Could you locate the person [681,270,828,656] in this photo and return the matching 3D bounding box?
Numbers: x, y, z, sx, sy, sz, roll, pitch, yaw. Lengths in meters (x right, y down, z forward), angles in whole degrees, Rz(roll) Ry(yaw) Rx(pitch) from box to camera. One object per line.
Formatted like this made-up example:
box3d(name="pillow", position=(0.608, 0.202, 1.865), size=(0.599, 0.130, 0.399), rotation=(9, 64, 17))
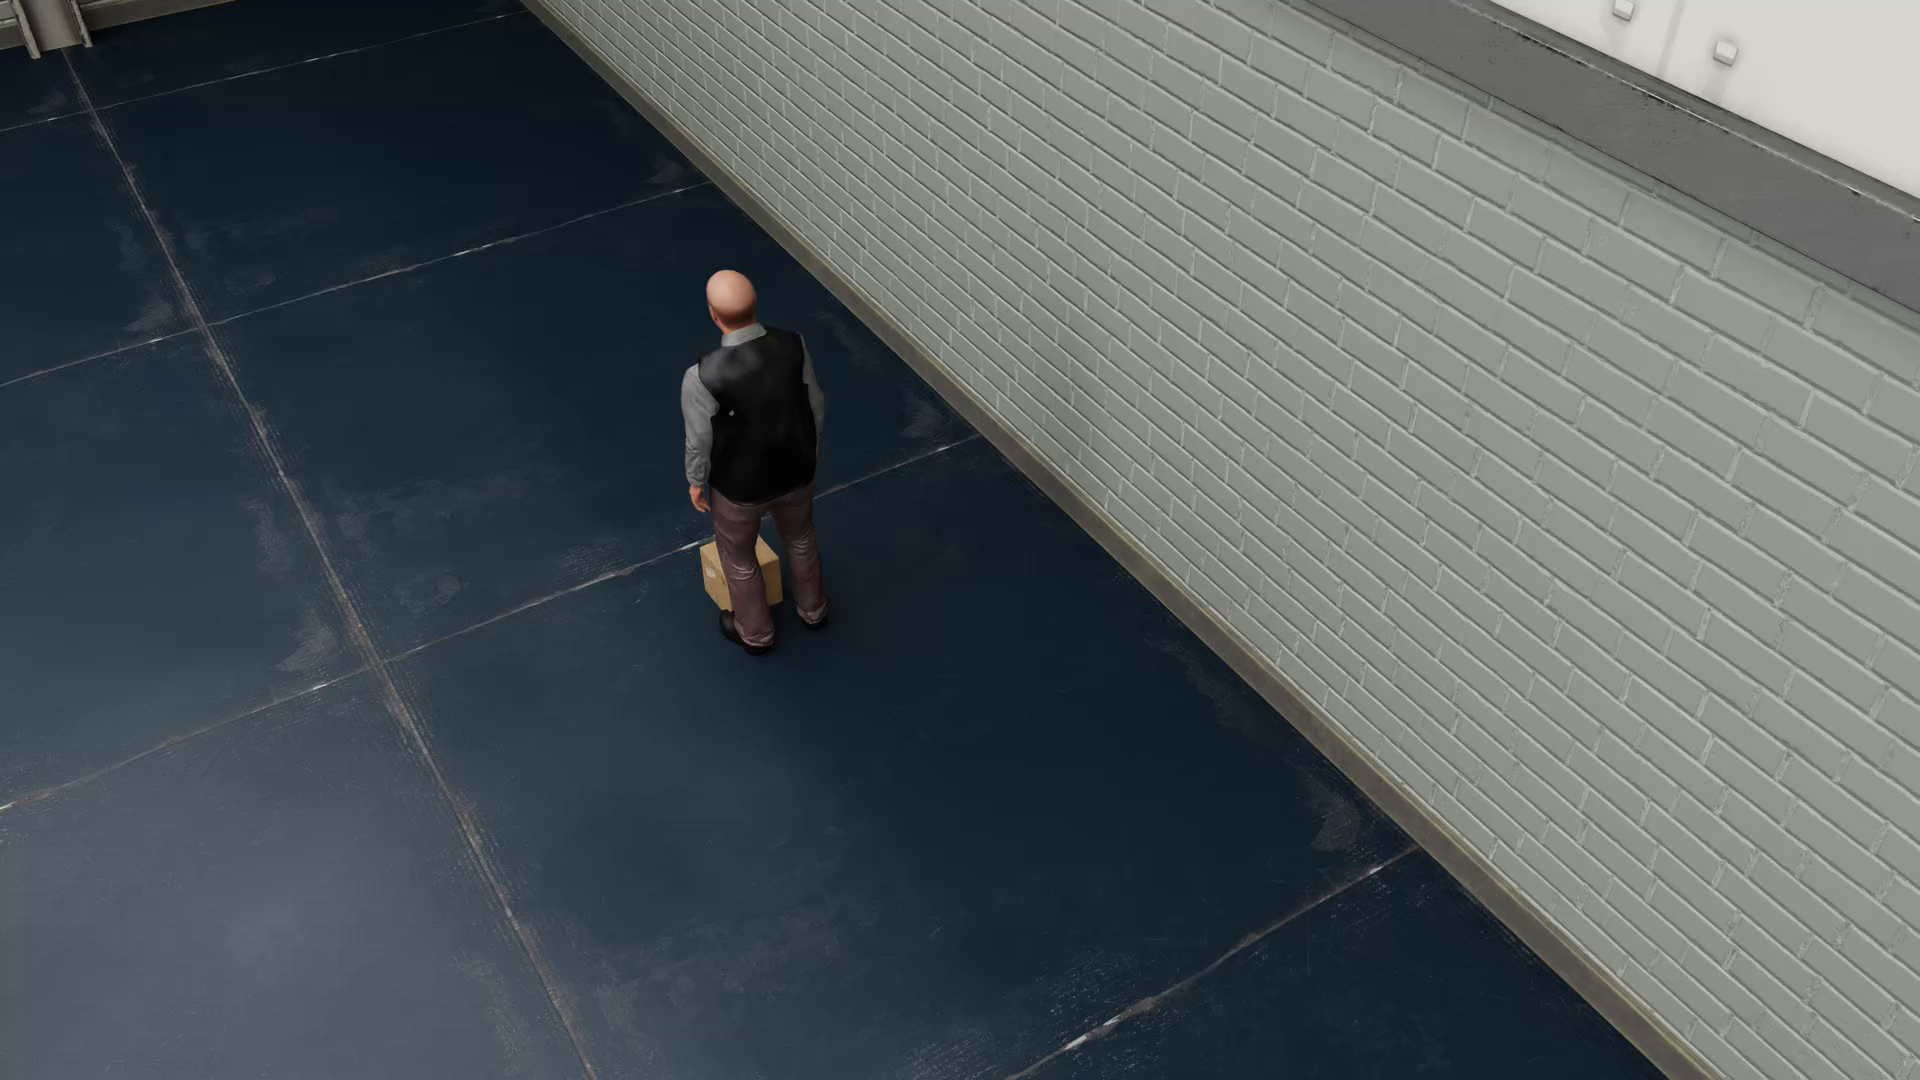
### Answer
box3d(name="person", position=(-0.779, -0.263, 6.483), size=(0.580, 1.721, 0.416), rotation=(-22, 45, -24))
